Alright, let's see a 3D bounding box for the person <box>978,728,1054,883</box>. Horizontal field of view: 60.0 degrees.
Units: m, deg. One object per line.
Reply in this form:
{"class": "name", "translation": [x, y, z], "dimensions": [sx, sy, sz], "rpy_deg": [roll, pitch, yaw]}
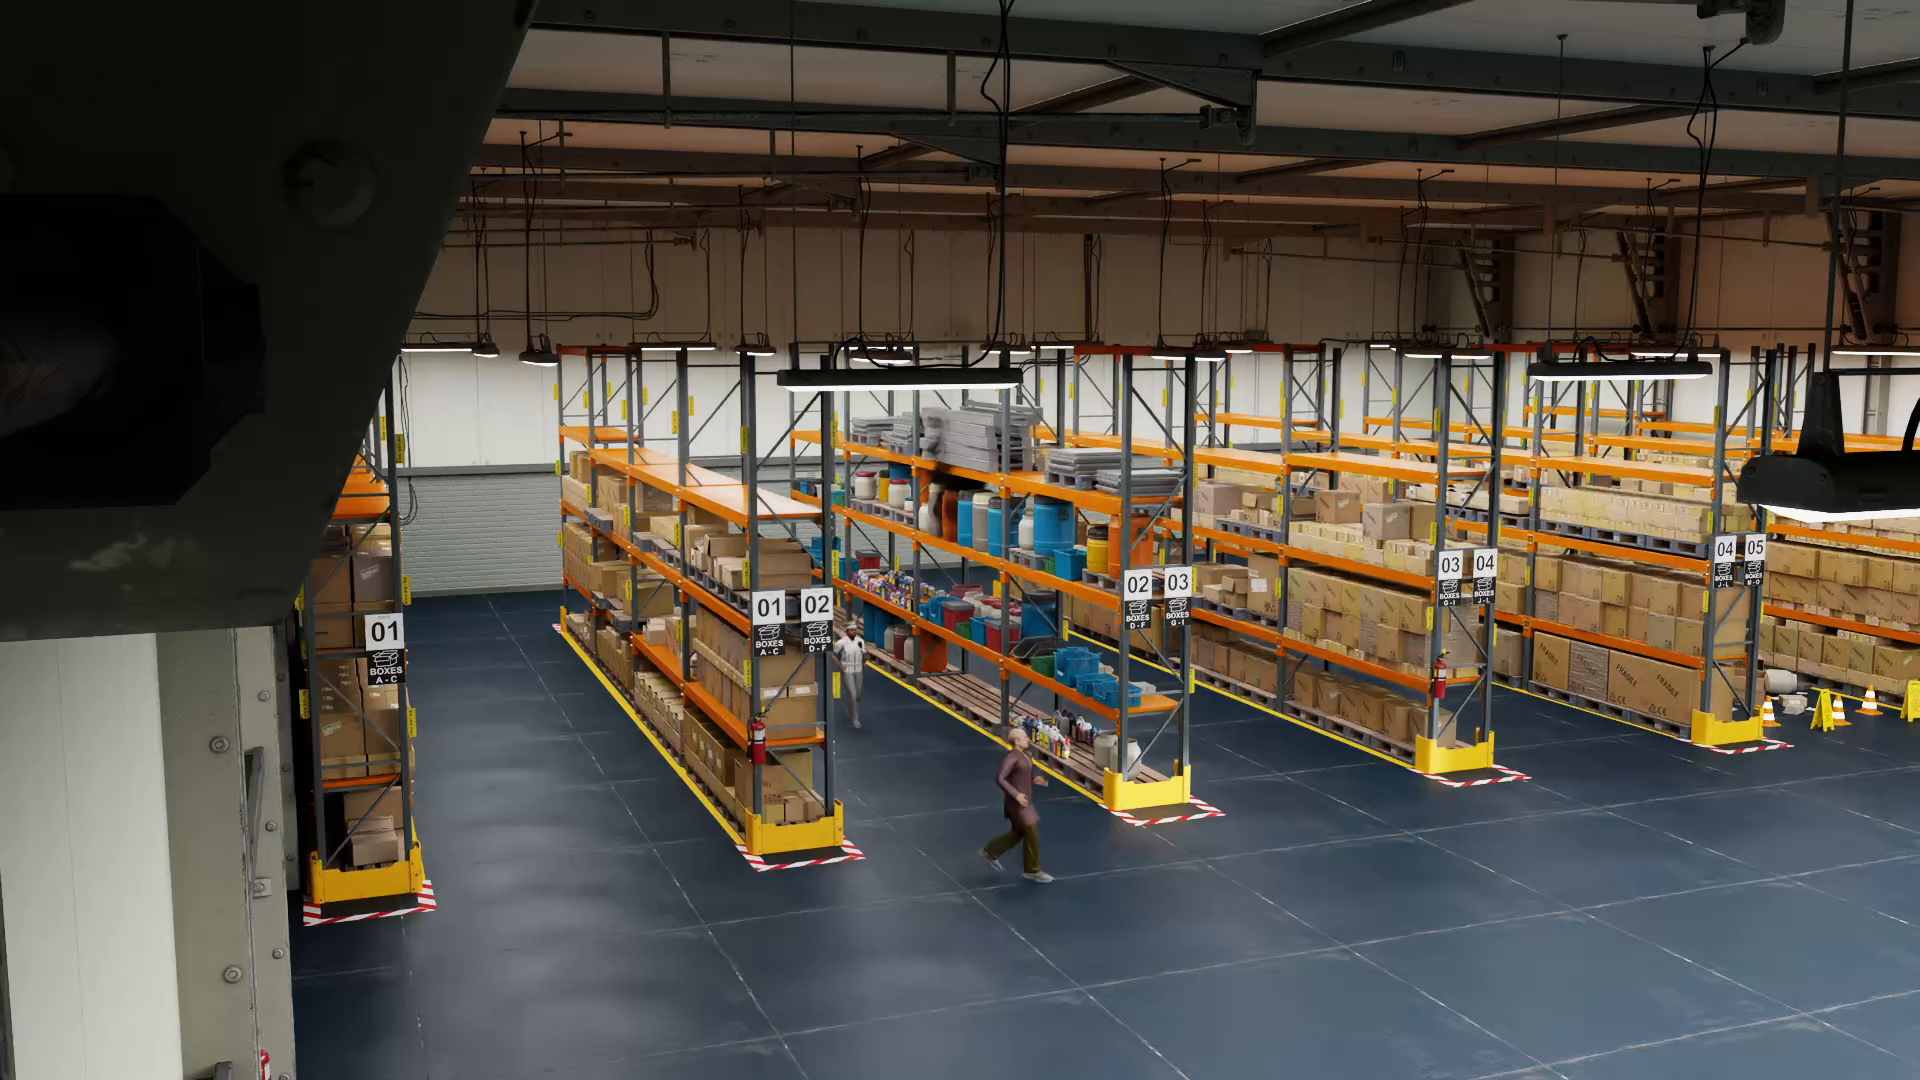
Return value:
{"class": "person", "translation": [0.600, 3.005, 19.087], "dimensions": [0.823, 1.723, 0.711], "rpy_deg": [1, 7, 8]}

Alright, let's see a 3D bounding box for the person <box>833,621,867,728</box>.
{"class": "person", "translation": [-1.759, 2.122, 26.683], "dimensions": [0.585, 1.690, 0.727], "rpy_deg": [-4, 8, -26]}
